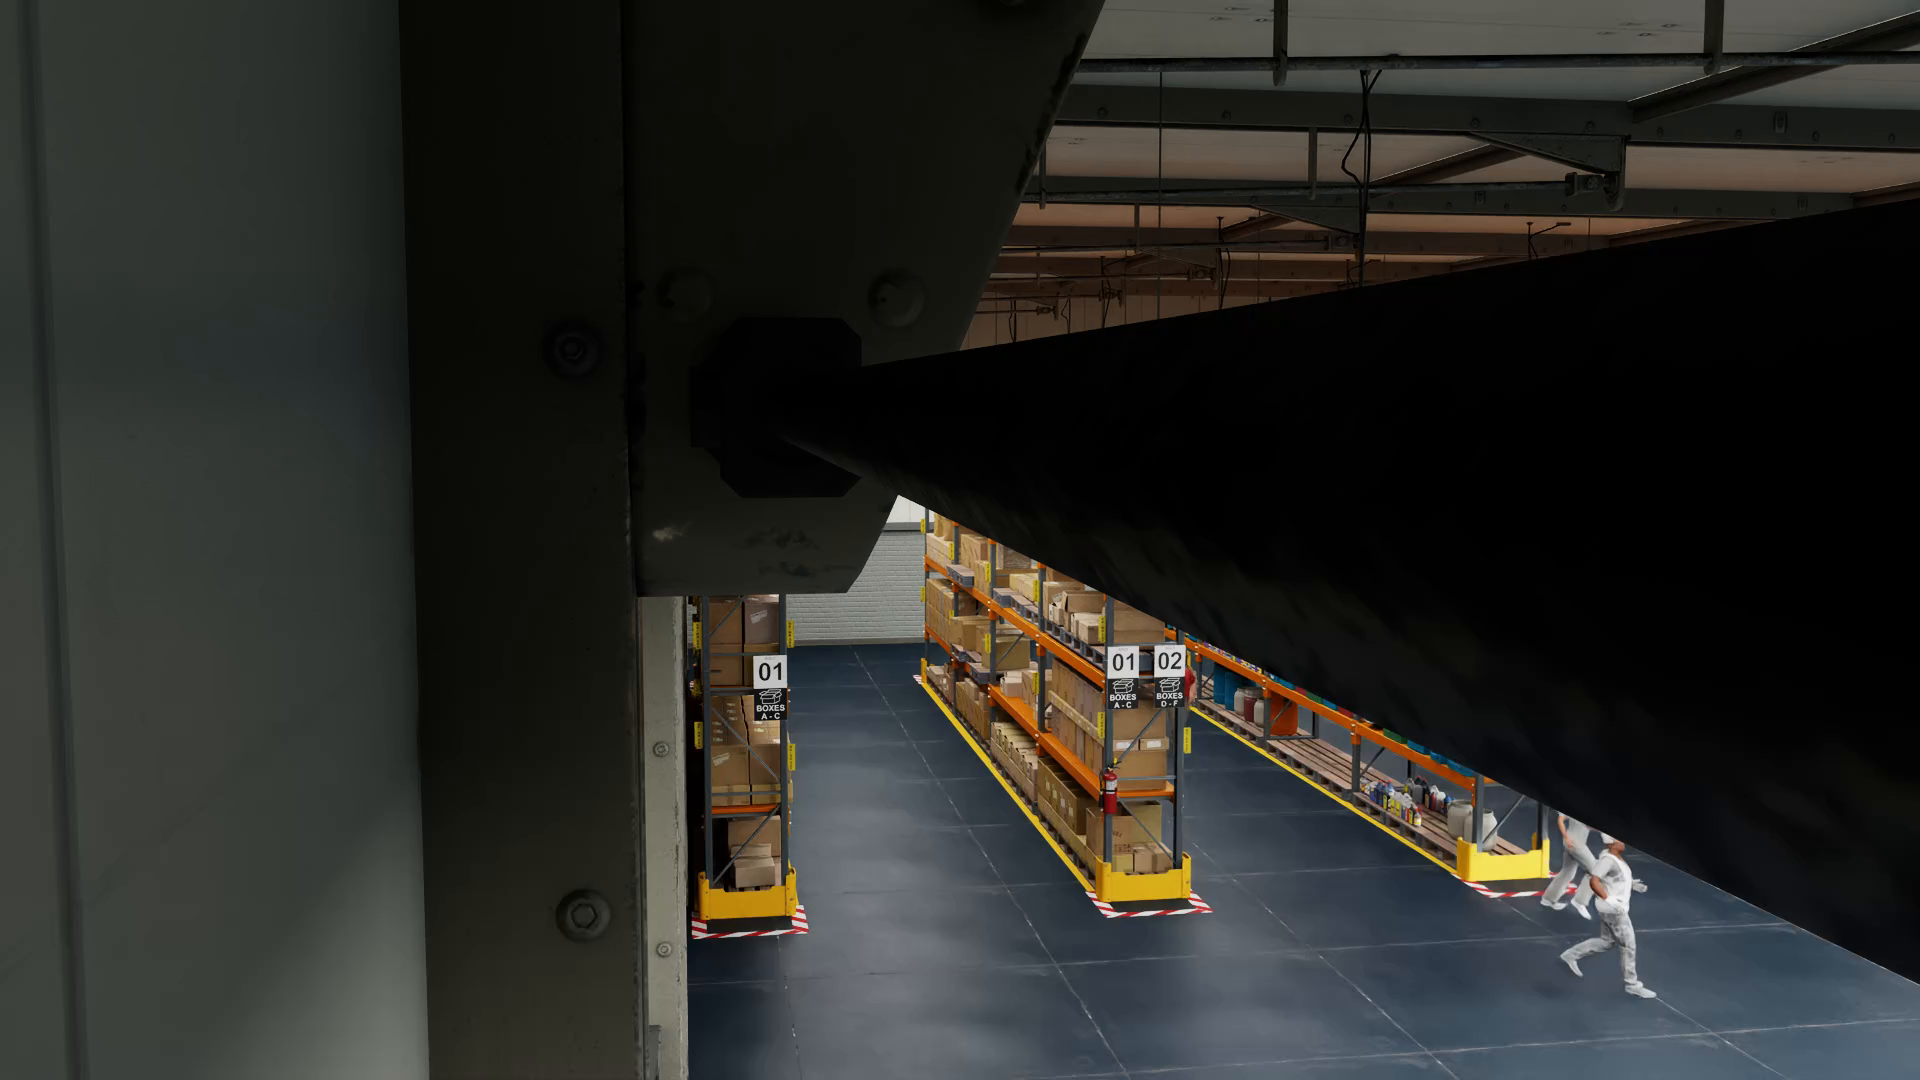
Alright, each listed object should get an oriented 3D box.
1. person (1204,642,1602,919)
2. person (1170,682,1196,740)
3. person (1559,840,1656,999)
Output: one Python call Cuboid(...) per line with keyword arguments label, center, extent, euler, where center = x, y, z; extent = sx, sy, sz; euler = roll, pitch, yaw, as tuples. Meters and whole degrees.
Cuboid(label="person", center=(6.307, 3.182, 26.507), extent=(8.073, 1.673, 11.110), euler=(2, 5, 24))
Cuboid(label="person", center=(3.870, 2.912, 29.236), extent=(0.661, 1.739, 0.495), euler=(-1, 5, -9))
Cuboid(label="person", center=(16.112, 2.425, 24.225), extent=(14.644, 3.557, 19.119), euler=(2, 5, 17))
